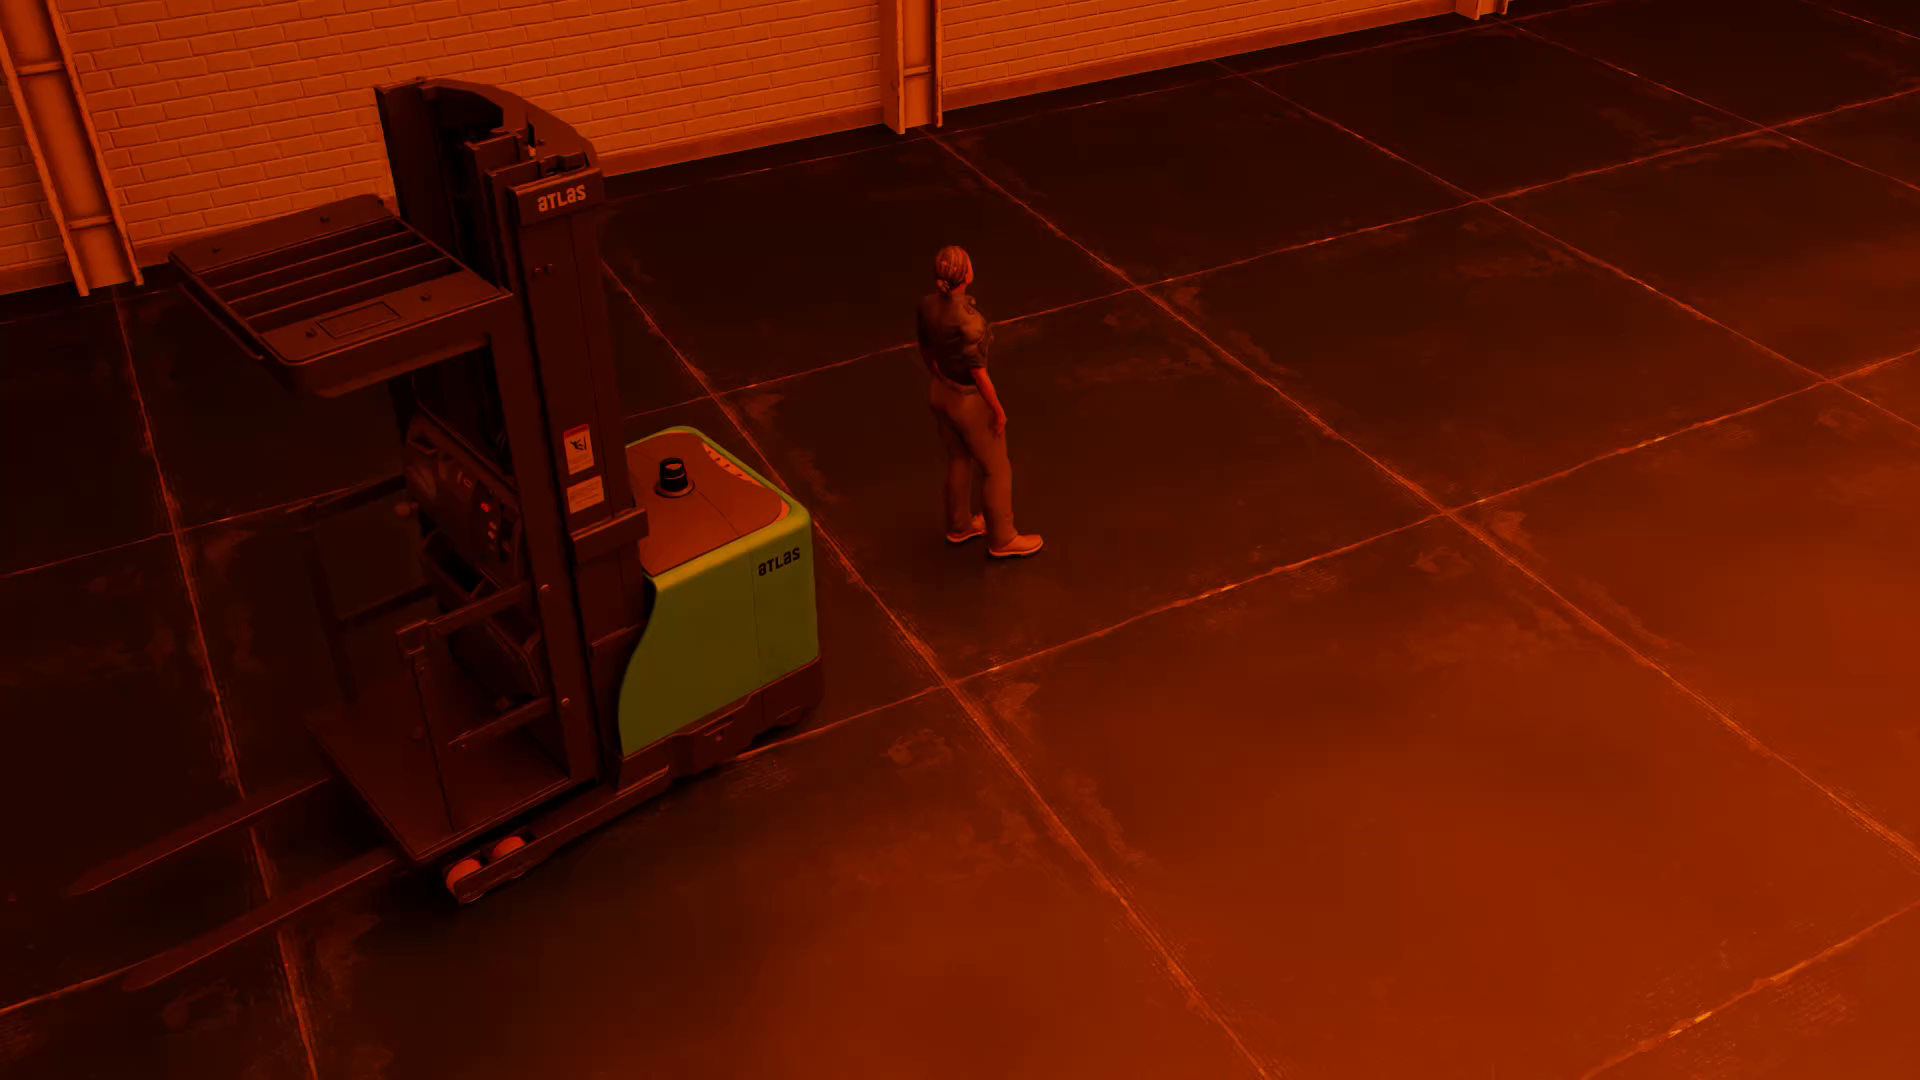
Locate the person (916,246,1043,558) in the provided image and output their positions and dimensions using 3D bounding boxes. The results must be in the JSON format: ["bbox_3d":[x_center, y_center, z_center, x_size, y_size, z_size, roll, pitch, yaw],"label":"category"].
[{"bbox_3d":[0.081,-0.691,8.213,0.456,1.655,0.616,-25,42,-31],"label":"person"}]

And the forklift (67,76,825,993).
[{"bbox_3d":[-2.063,-0.101,6.265,3.031,2.935,1.130,-26,43,-32],"label":"forklift"}]
